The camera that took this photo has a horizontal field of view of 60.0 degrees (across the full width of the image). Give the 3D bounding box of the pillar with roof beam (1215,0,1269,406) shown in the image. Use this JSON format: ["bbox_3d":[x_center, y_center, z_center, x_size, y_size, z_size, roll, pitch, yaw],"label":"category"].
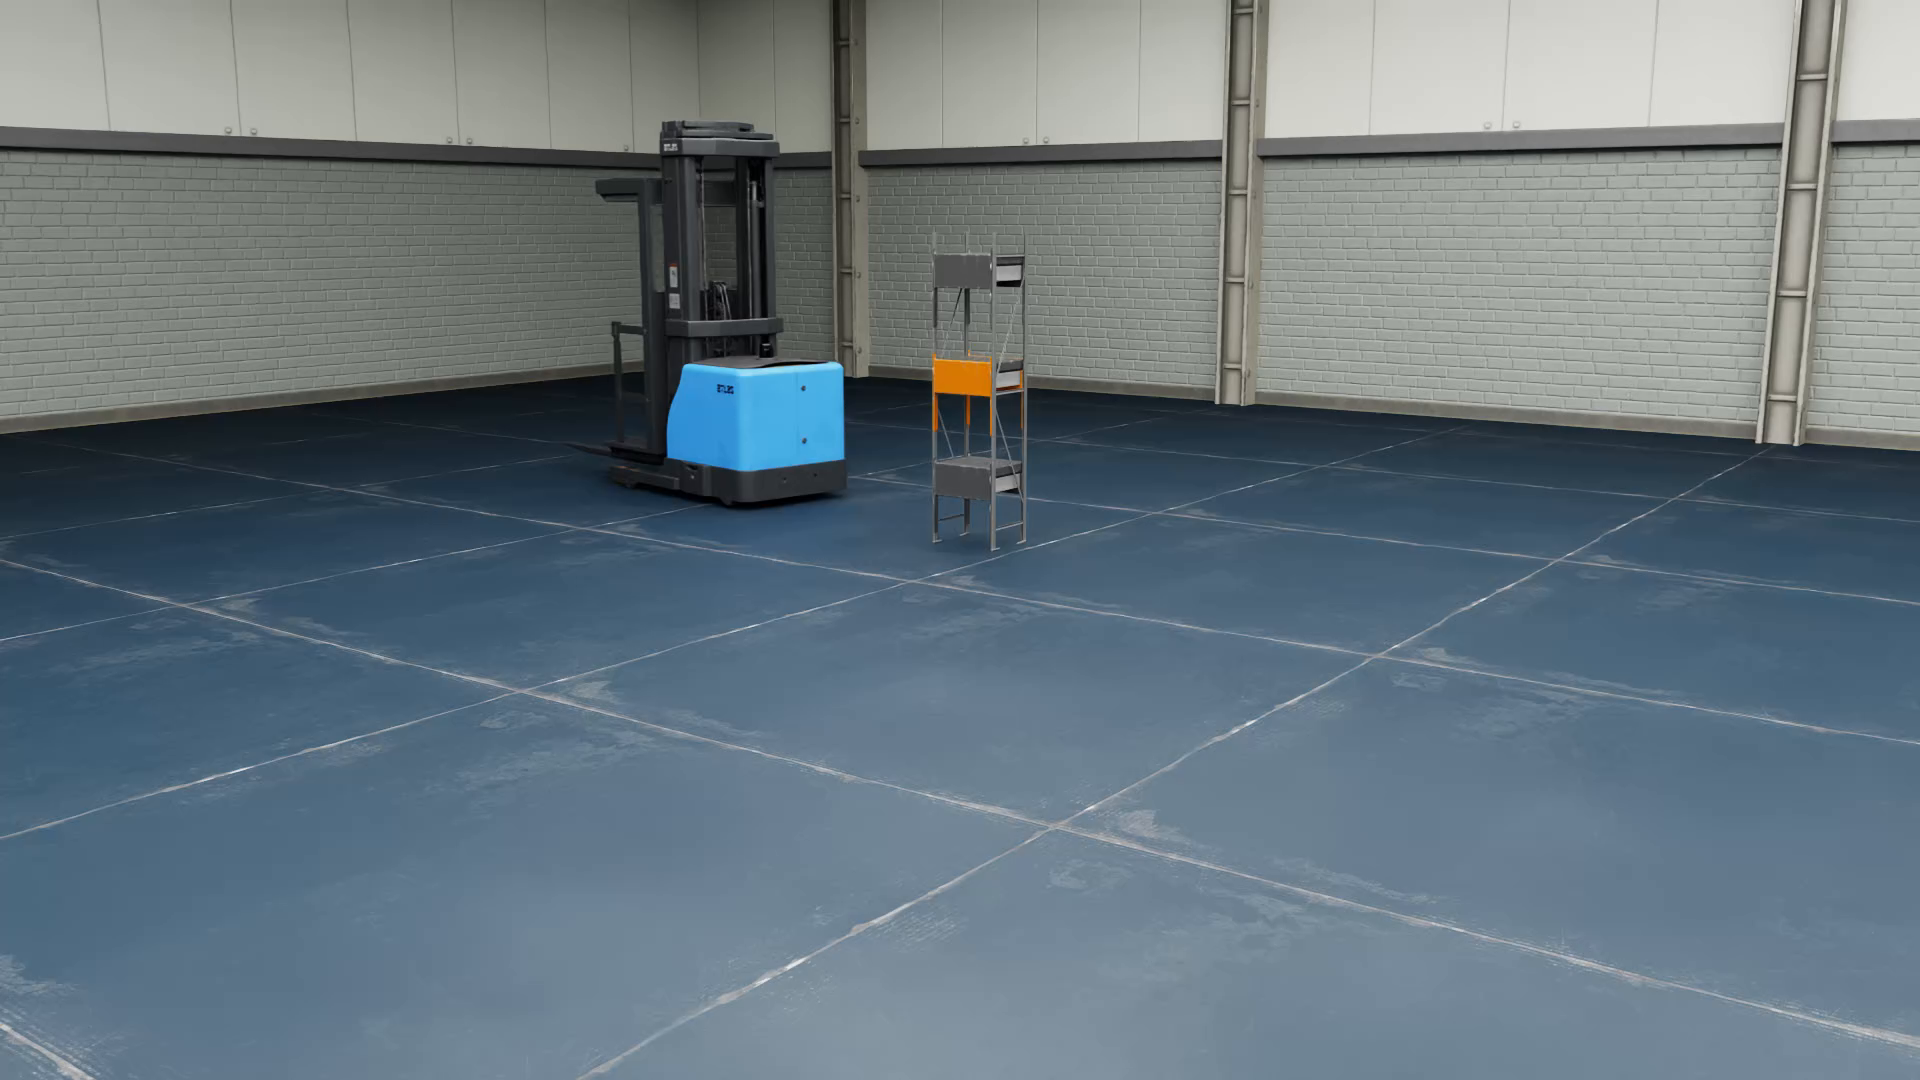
[{"bbox_3d":[0.764,-5.400,15.750,0.400,9.000,9.100,8,13,36],"label":"pillar with roof beam"}]

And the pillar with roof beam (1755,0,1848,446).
[{"bbox_3d":[5.600,-4.725,12.263,0.400,9.000,9.100,8,13,36],"label":"pillar with roof beam"}]

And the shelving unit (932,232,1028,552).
[{"bbox_3d":[0.133,-1.012,11.234,0.503,2.100,0.431,8,13,36],"label":"shelving unit"}]

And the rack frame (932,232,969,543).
[{"bbox_3d":[-0.063,-1.040,11.376,0.015,2.100,0.400,8,13,36],"label":"rack frame"}]

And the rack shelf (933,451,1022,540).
[{"bbox_3d":[0.133,-0.312,11.370,0.480,0.518,0.431,8,13,36],"label":"rack shelf"}]

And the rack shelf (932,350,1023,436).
[{"bbox_3d":[0.133,-0.999,11.237,0.480,0.518,0.431,8,13,36],"label":"rack shelf"}]

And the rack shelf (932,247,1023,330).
[{"bbox_3d":[0.133,-1.686,11.104,0.480,0.518,0.431,8,13,36],"label":"rack shelf"}]

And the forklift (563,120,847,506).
[{"bbox_3d":[-2.276,-1.922,13.750,1.130,2.935,3.031,-10,15,-42],"label":"forklift"}]

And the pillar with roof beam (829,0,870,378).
[{"bbox_3d":[-4.072,-6.074,19.237,0.400,9.000,9.100,8,13,36],"label":"pillar with roof beam"}]

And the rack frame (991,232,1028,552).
[{"bbox_3d":[0.330,-0.985,11.092,0.015,2.100,0.400,8,13,36],"label":"rack frame"}]
